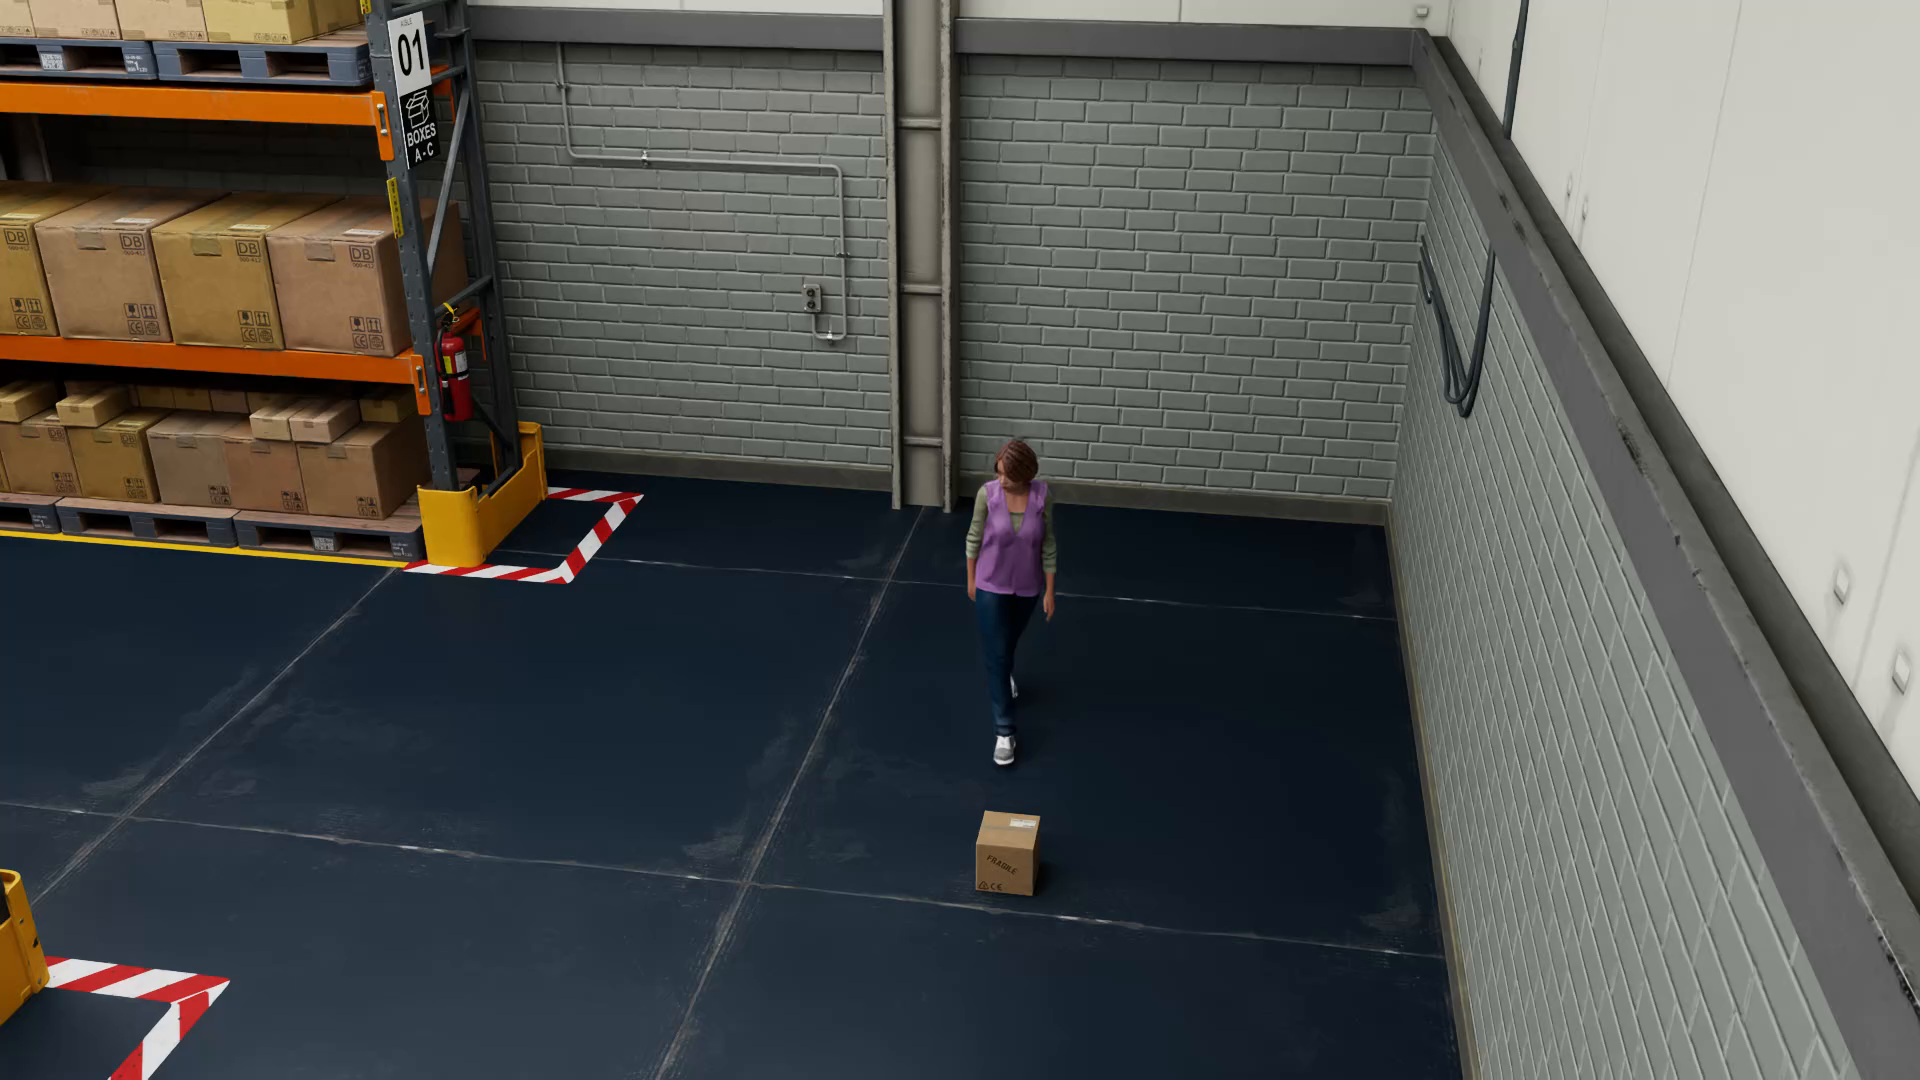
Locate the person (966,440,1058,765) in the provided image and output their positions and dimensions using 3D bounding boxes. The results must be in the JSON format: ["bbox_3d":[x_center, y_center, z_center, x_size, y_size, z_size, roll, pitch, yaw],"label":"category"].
[{"bbox_3d":[0.254,0.222,8.122,0.425,1.543,0.897,-5,26,-11],"label":"person"}]
